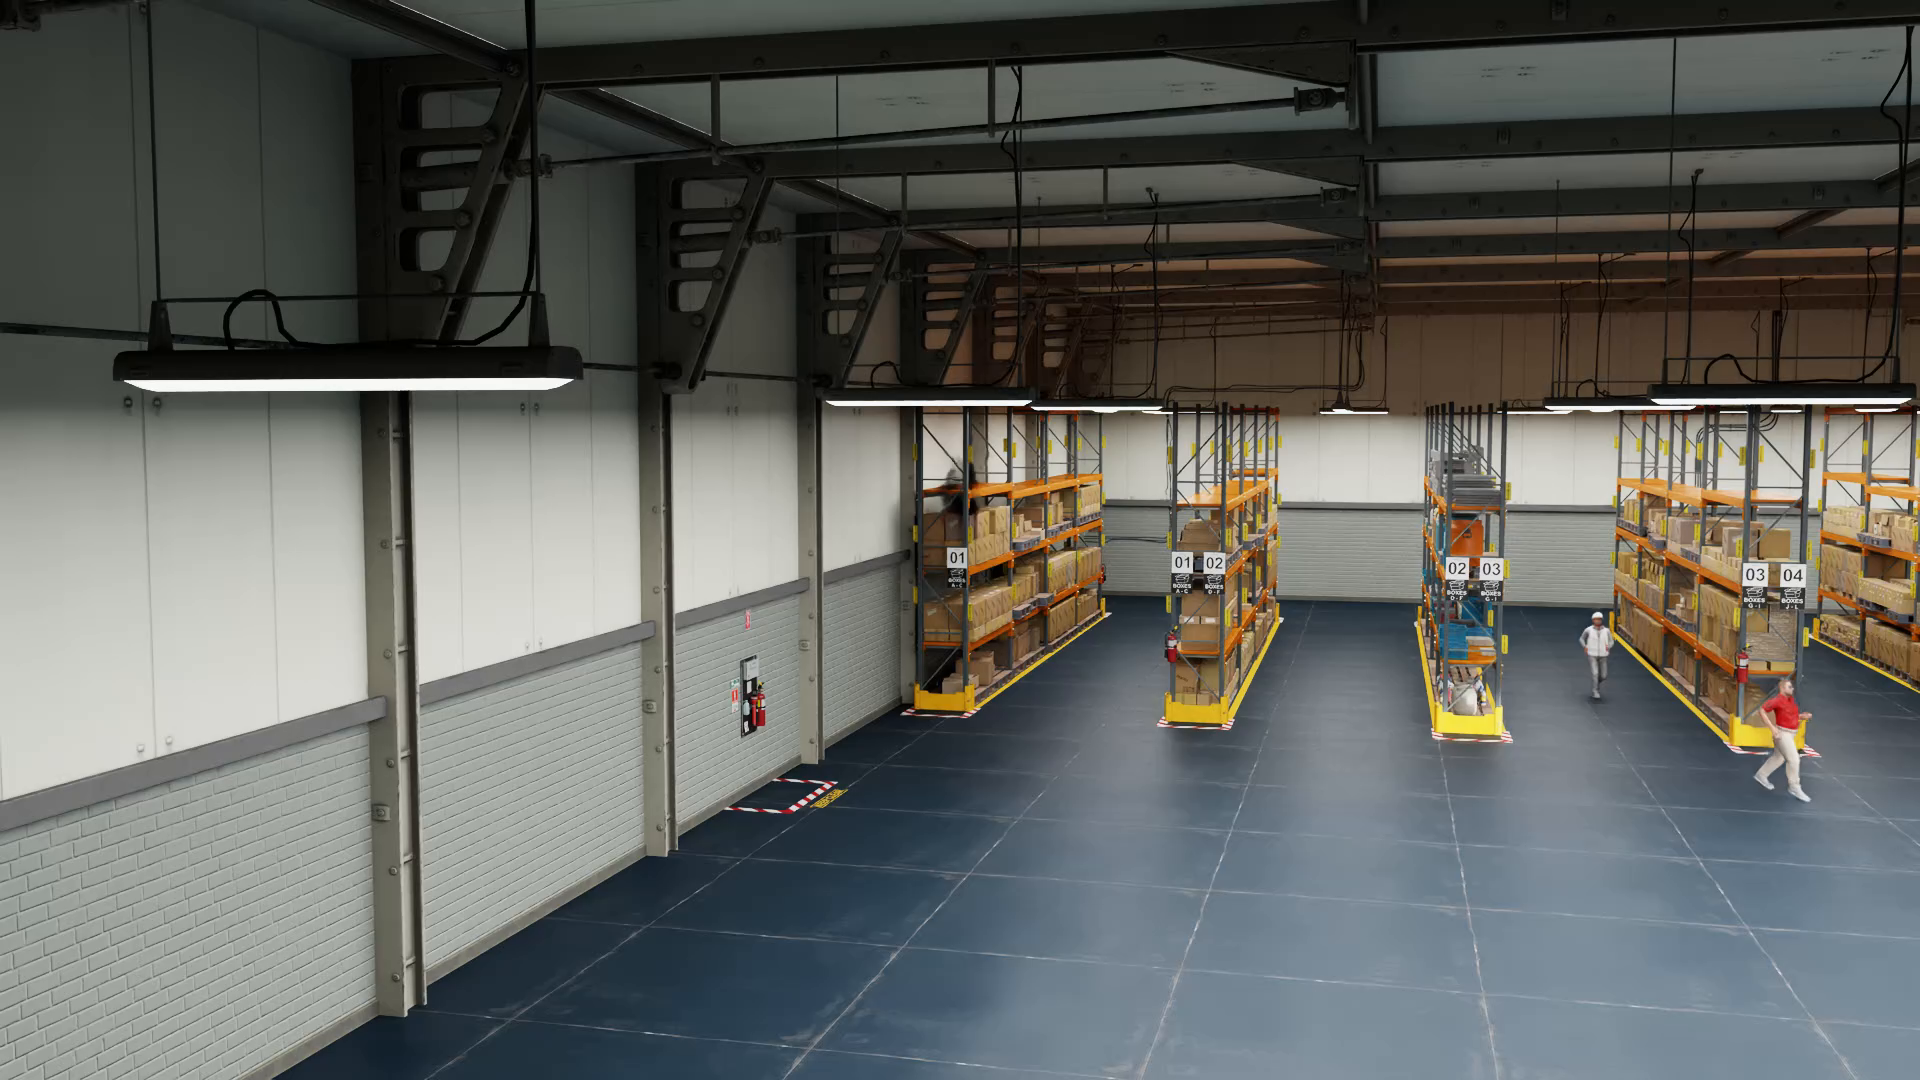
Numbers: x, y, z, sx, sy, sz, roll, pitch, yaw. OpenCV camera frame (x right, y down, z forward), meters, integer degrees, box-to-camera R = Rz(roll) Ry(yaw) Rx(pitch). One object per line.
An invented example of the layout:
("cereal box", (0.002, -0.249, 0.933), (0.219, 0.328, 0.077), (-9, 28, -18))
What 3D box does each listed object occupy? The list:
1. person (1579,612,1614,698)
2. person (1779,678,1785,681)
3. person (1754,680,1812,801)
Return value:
("person", (13.031, 2.344, 34.048), (0.666, 1.732, 0.753), (1, 4, 9))
("person", (17.861, 2.235, 36.169), (0.586, 1.628, 0.753), (1, 4, 10))
("person", (12.451, 2.996, 25.140), (0.649, 1.772, 0.885), (-4, 6, -45))
